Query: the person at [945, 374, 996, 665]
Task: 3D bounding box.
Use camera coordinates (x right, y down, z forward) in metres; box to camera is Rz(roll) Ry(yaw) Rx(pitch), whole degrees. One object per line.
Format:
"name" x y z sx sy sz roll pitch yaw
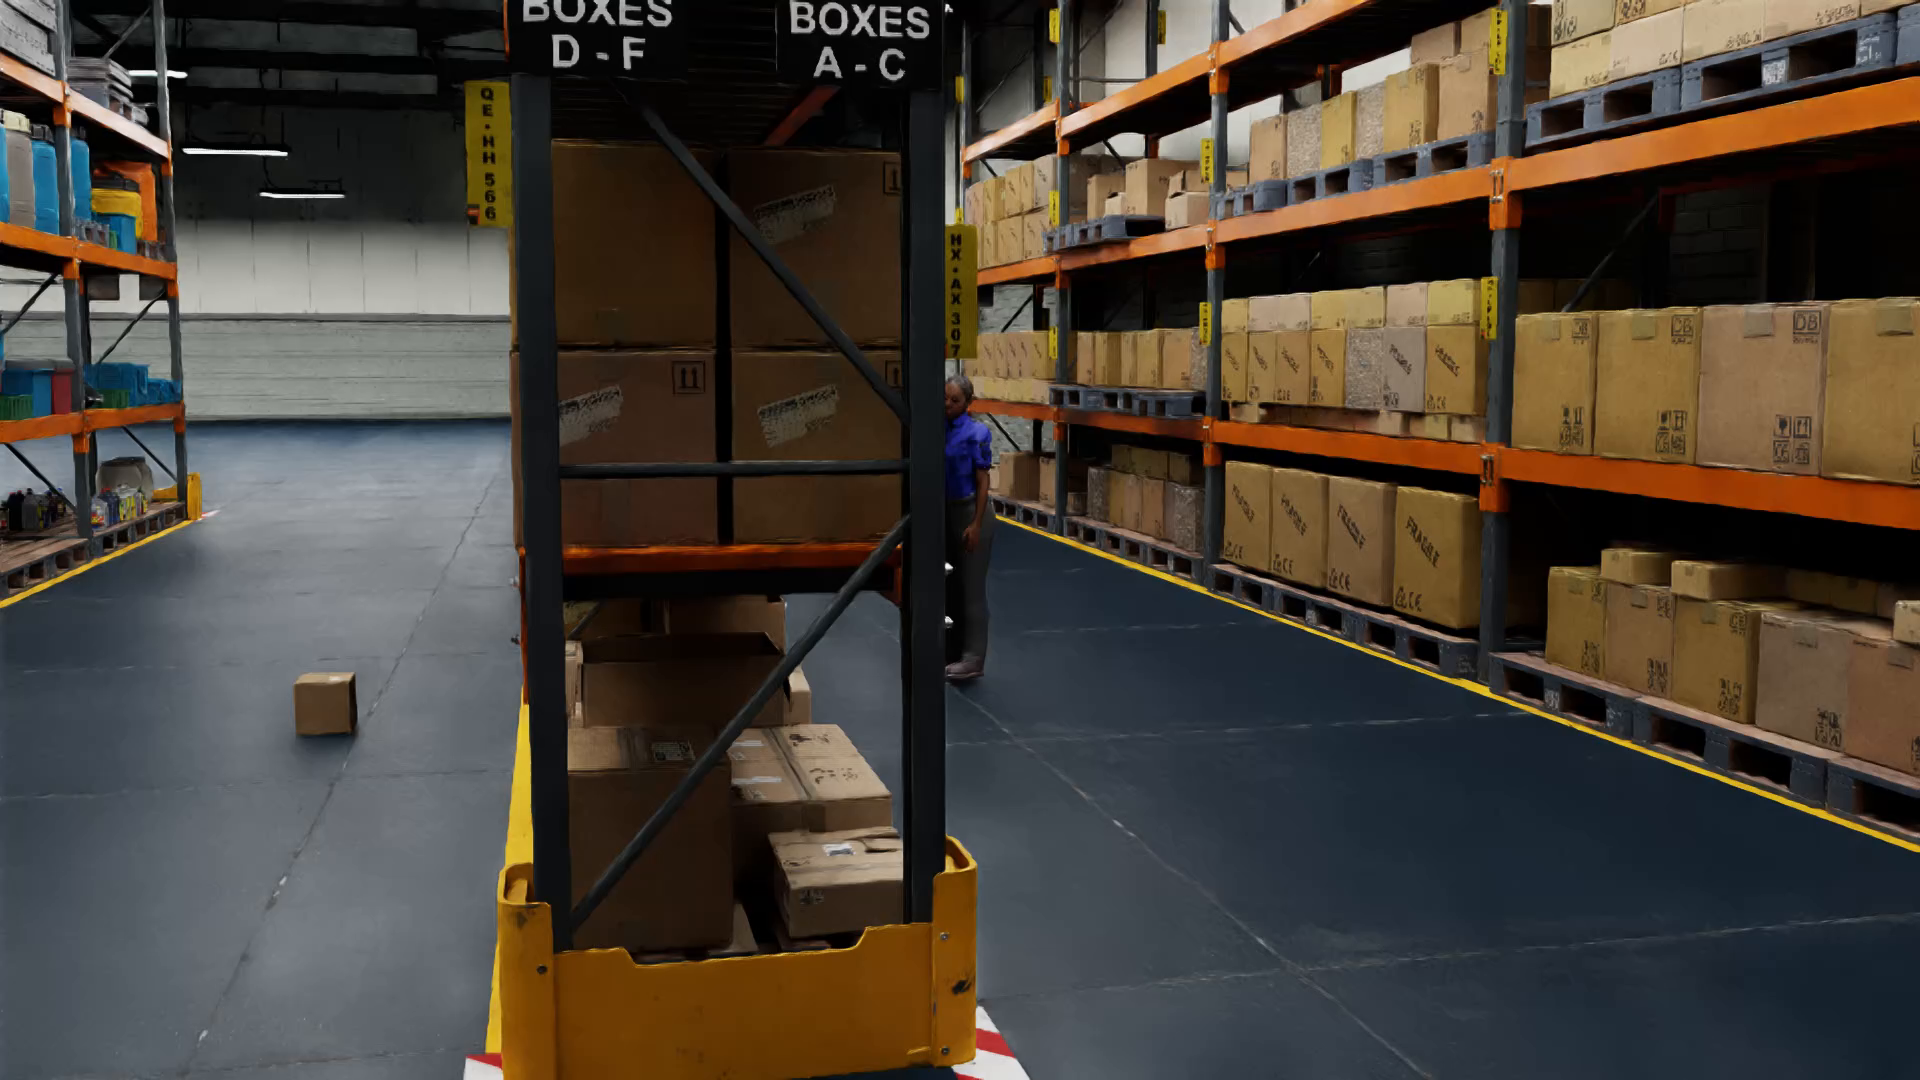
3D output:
"person" -0.008 -0.116 9.163 0.319 1.588 0.493 -6 8 -42
